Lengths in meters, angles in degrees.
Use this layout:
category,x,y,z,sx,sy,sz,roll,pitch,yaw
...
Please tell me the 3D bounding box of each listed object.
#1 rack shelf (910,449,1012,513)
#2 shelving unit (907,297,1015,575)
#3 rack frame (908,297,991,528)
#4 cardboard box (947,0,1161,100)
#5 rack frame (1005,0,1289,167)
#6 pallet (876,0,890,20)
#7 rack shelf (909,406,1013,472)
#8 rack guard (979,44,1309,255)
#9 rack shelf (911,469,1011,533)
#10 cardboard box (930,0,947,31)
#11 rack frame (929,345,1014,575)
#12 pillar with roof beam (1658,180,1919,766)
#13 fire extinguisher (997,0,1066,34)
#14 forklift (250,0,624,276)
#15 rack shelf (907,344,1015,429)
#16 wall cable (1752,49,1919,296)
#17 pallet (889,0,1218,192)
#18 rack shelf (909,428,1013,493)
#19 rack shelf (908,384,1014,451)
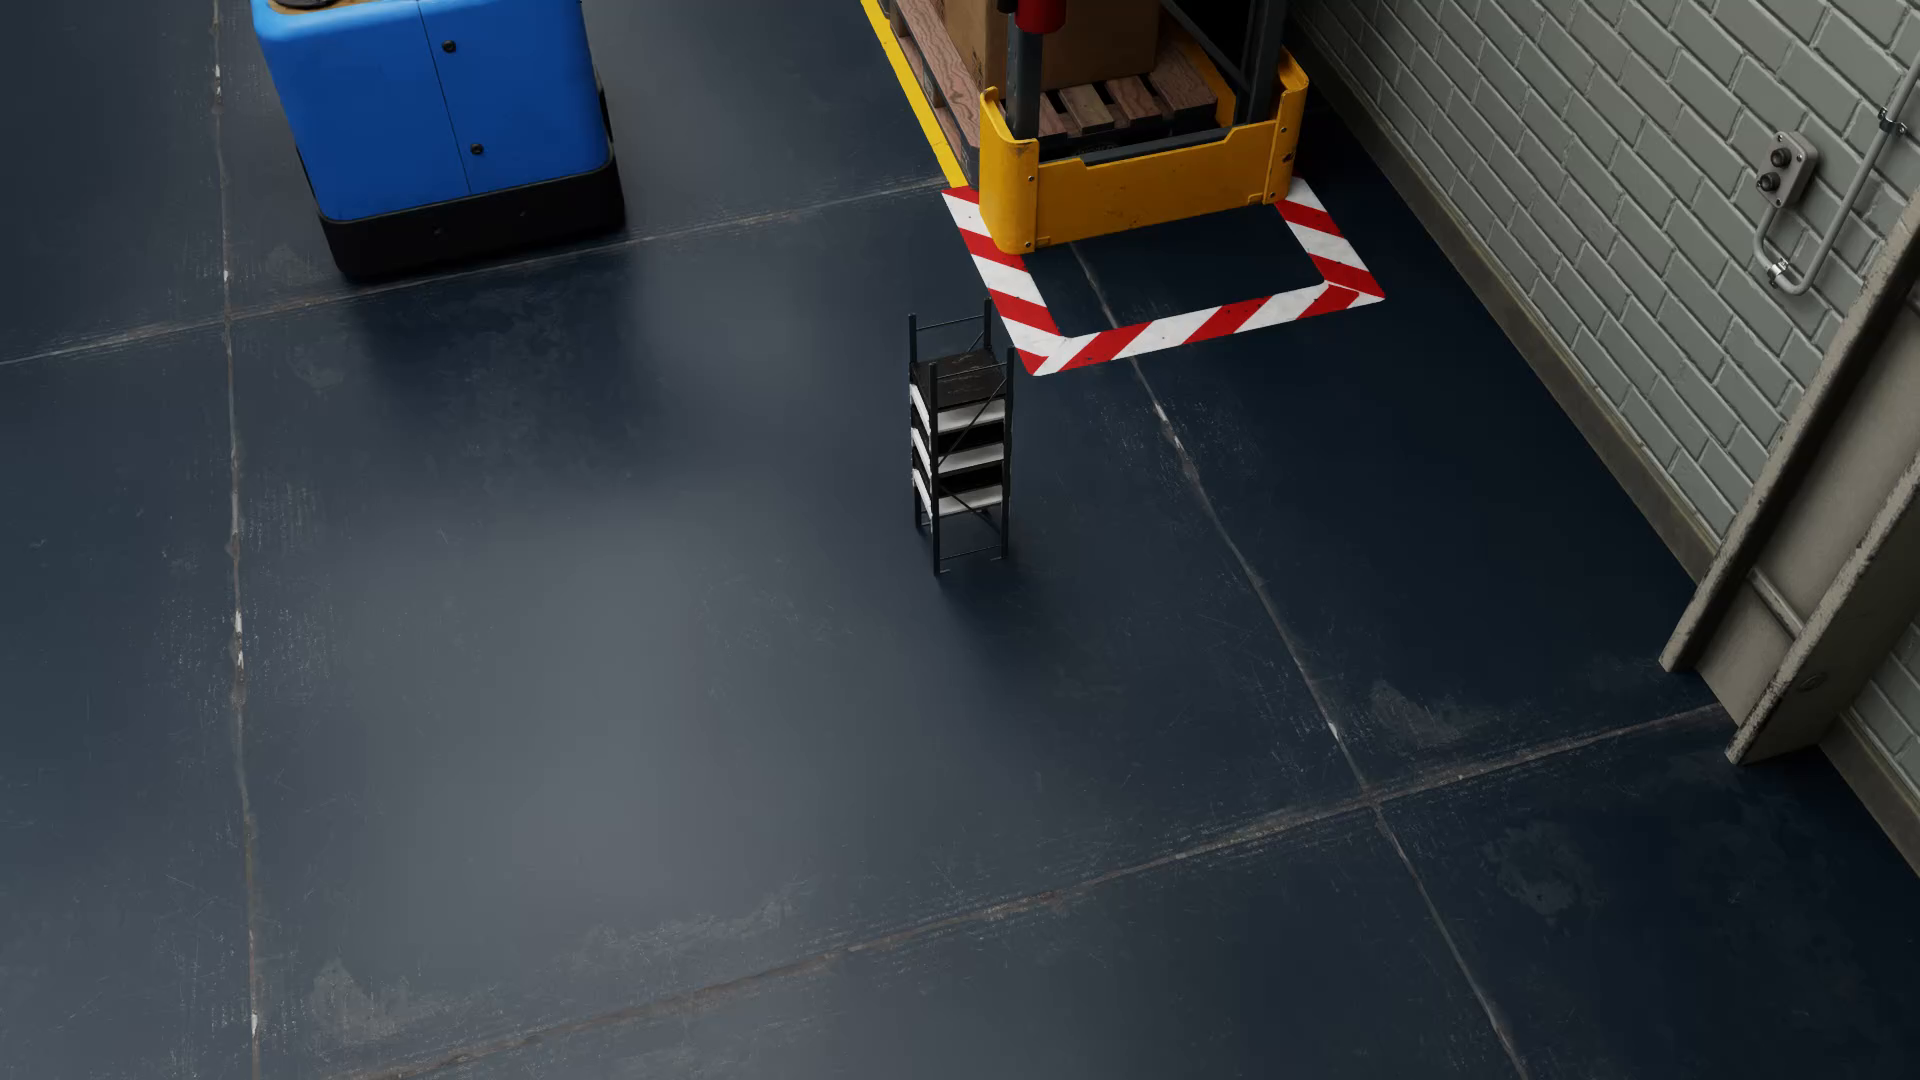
category,x,y,z,sx,sy,sz,roll,pitch,yaw
rack shelf,0.002,-0.205,4.995,0.258,0.077,0.200,-13,51,-11
shelving unit,0.002,-0.284,4.901,0.258,0.900,0.210,-13,51,-11
rack frame,-0.028,-0.358,4.964,0.240,0.900,0.006,-13,51,-11
cardboard box,0.355,-2.099,6.418,0.700,0.500,0.500,-13,51,-11
rack frame,0.658,-2.281,5.211,1.000,3.000,0.127,-13,51,-11
pallet,-0.011,-2.838,7.504,1.003,0.211,1.213,-13,51,-11
rack shelf,0.002,-0.321,4.858,0.258,0.077,0.200,-13,51,-11
rack guard,0.665,-1.457,6.152,1.175,0.500,0.348,-13,51,-11
rack shelf,0.002,-0.147,5.064,0.258,0.077,0.200,-13,51,-11
cardboard box,0.207,-2.464,6.726,0.700,0.500,0.500,-13,51,-11
rack frame,0.032,-0.210,4.838,0.240,0.900,0.006,-13,51,-11
pillar with roof beam,-1.830,-1.465,0.599,9.100,9.000,0.400,-13,51,-11
fire extinguisher,0.261,-1.921,5.202,0.296,0.674,0.183,-13,51,-11
forklift,-2.213,-3.045,5.900,1.130,2.935,3.031,-15,51,-12
rack shelf,0.002,-0.437,4.720,0.258,0.077,0.200,-13,51,-11
wall cable,1.940,-1.887,4.214,0.084,1.984,1.851,-13,51,-11
pallet,0.346,-1.948,6.754,1.003,0.211,1.213,-13,51,-11
rack shelf,0.002,-0.263,4.926,0.258,0.077,0.200,-13,51,-11
rack shelf,0.002,-0.379,4.789,0.258,0.077,0.200,-13,51,-11
